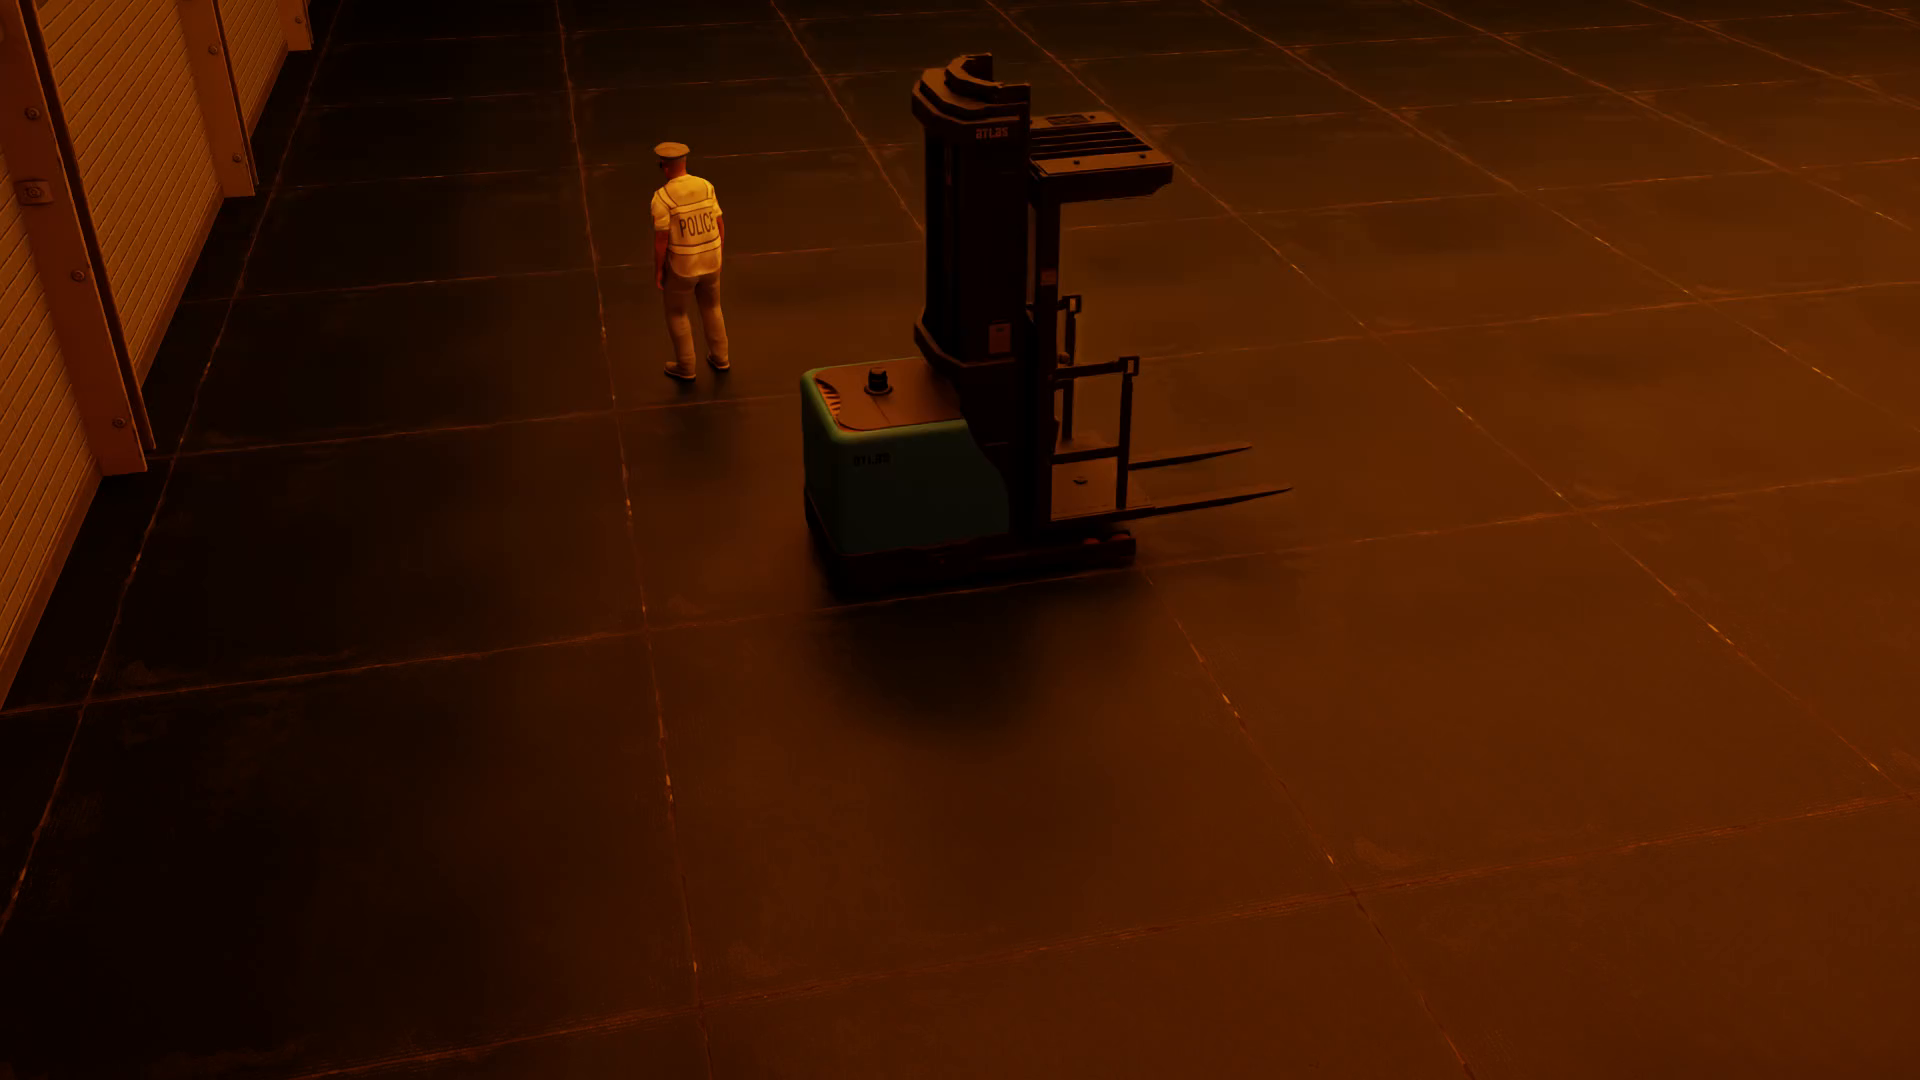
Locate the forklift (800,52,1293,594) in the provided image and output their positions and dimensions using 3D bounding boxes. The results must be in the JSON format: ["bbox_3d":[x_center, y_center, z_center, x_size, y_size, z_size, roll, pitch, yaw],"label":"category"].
[{"bbox_3d":[0.585,-1.359,9.921,3.031,2.935,1.130,-8,31,-14],"label":"forklift"}]

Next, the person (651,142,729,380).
[{"bbox_3d":[-1.993,-2.039,12.278,0.585,1.747,0.439,-22,36,-32],"label":"person"}]
